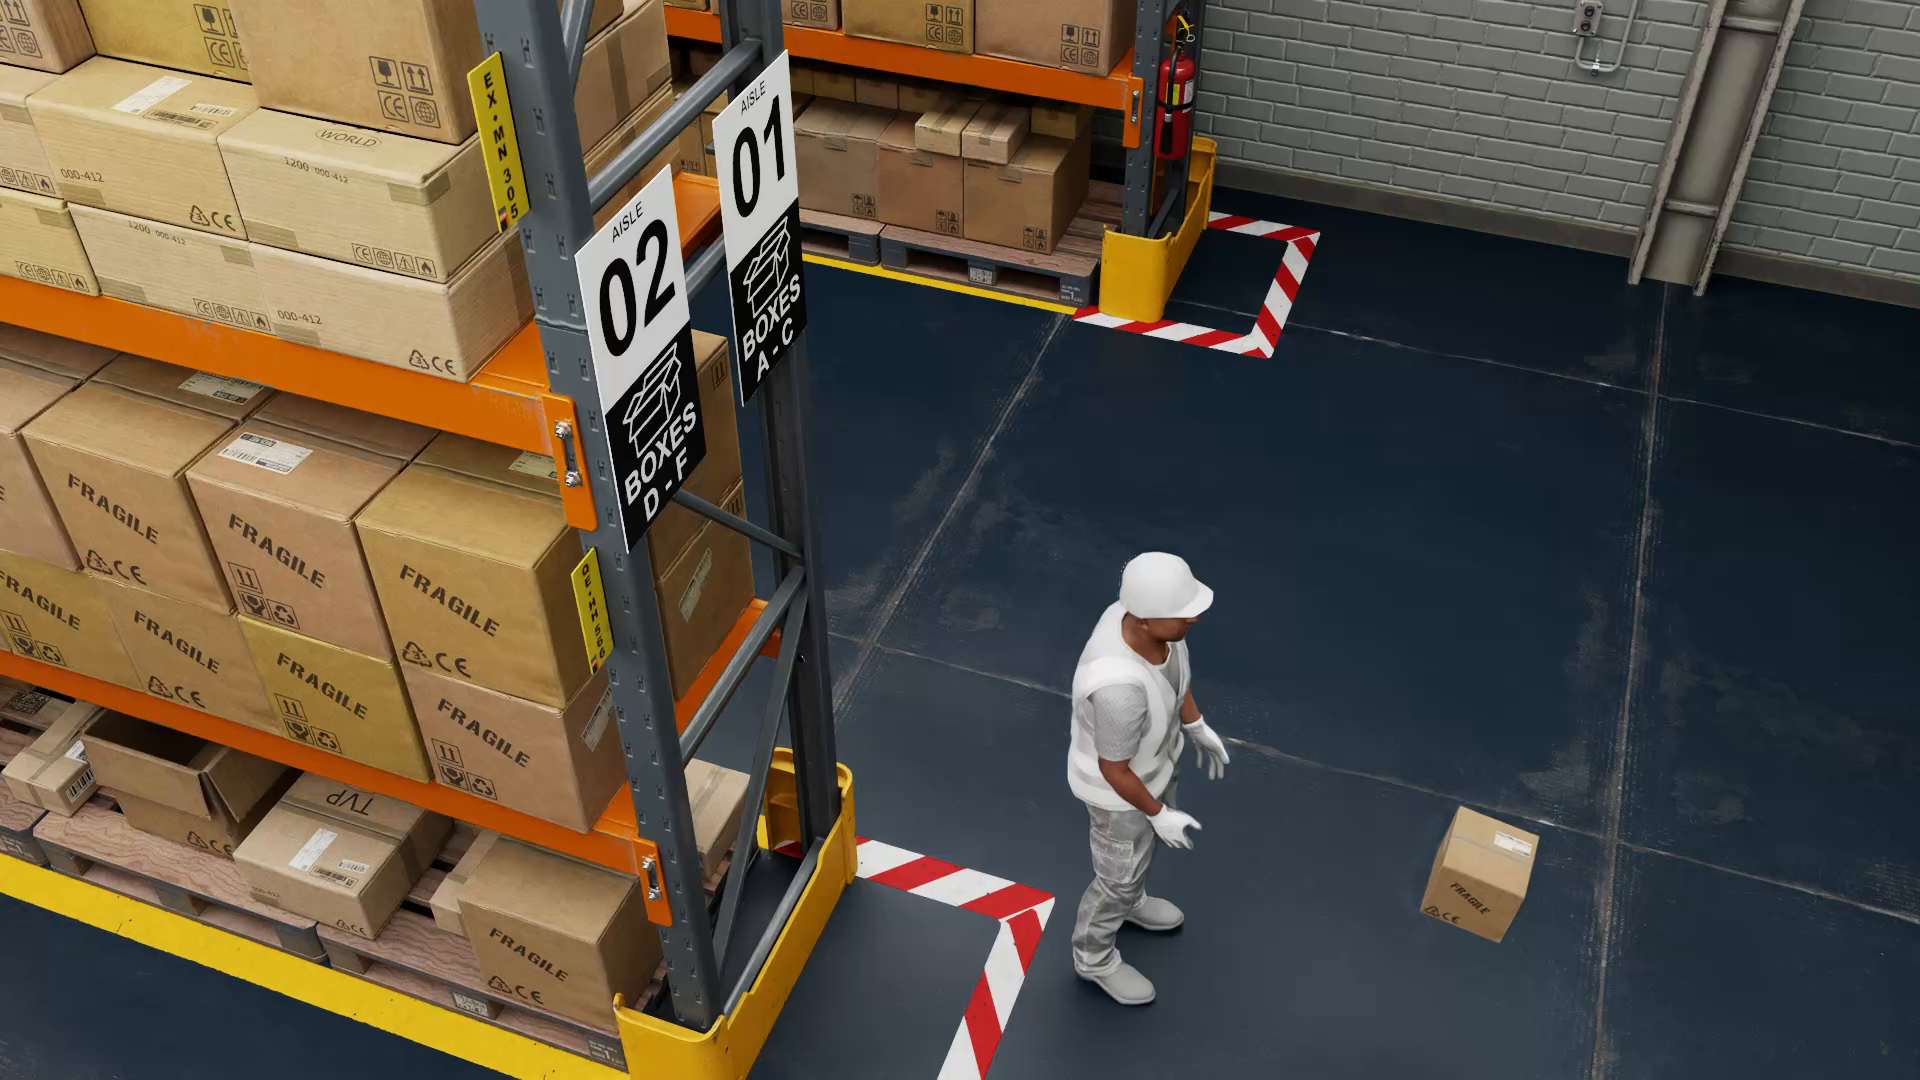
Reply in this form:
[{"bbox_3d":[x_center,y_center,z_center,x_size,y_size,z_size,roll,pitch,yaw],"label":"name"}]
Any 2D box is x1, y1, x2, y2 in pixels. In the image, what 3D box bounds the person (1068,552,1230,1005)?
[{"bbox_3d":[0.588,0.740,5.294,0.469,1.787,0.555,16,44,18],"label":"person"}]
